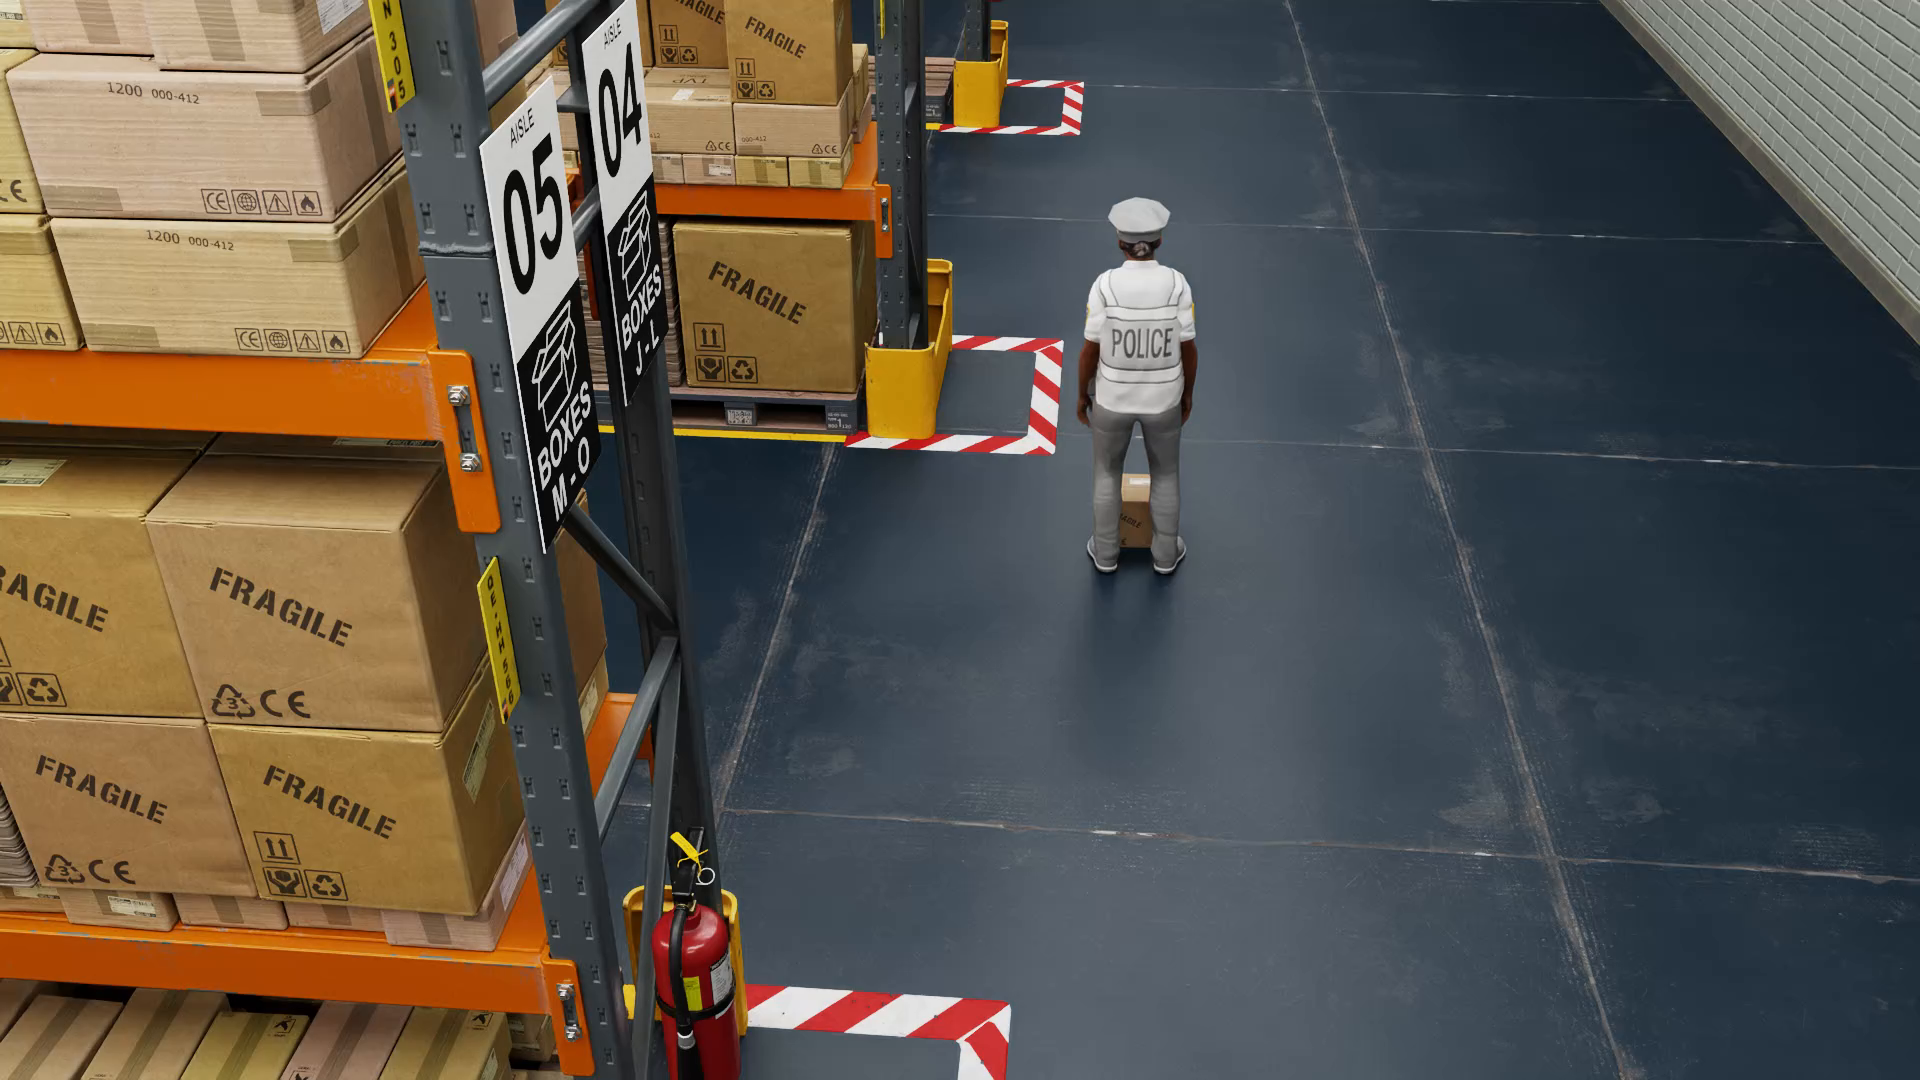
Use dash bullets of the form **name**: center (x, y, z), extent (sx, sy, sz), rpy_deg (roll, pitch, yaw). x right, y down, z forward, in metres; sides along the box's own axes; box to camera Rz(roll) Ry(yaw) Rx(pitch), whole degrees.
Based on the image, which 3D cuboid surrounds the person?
- **person**: center (0.773, -0.609, 7.102), extent (0.514, 1.663, 0.393), rpy_deg (1, 32, 1)
